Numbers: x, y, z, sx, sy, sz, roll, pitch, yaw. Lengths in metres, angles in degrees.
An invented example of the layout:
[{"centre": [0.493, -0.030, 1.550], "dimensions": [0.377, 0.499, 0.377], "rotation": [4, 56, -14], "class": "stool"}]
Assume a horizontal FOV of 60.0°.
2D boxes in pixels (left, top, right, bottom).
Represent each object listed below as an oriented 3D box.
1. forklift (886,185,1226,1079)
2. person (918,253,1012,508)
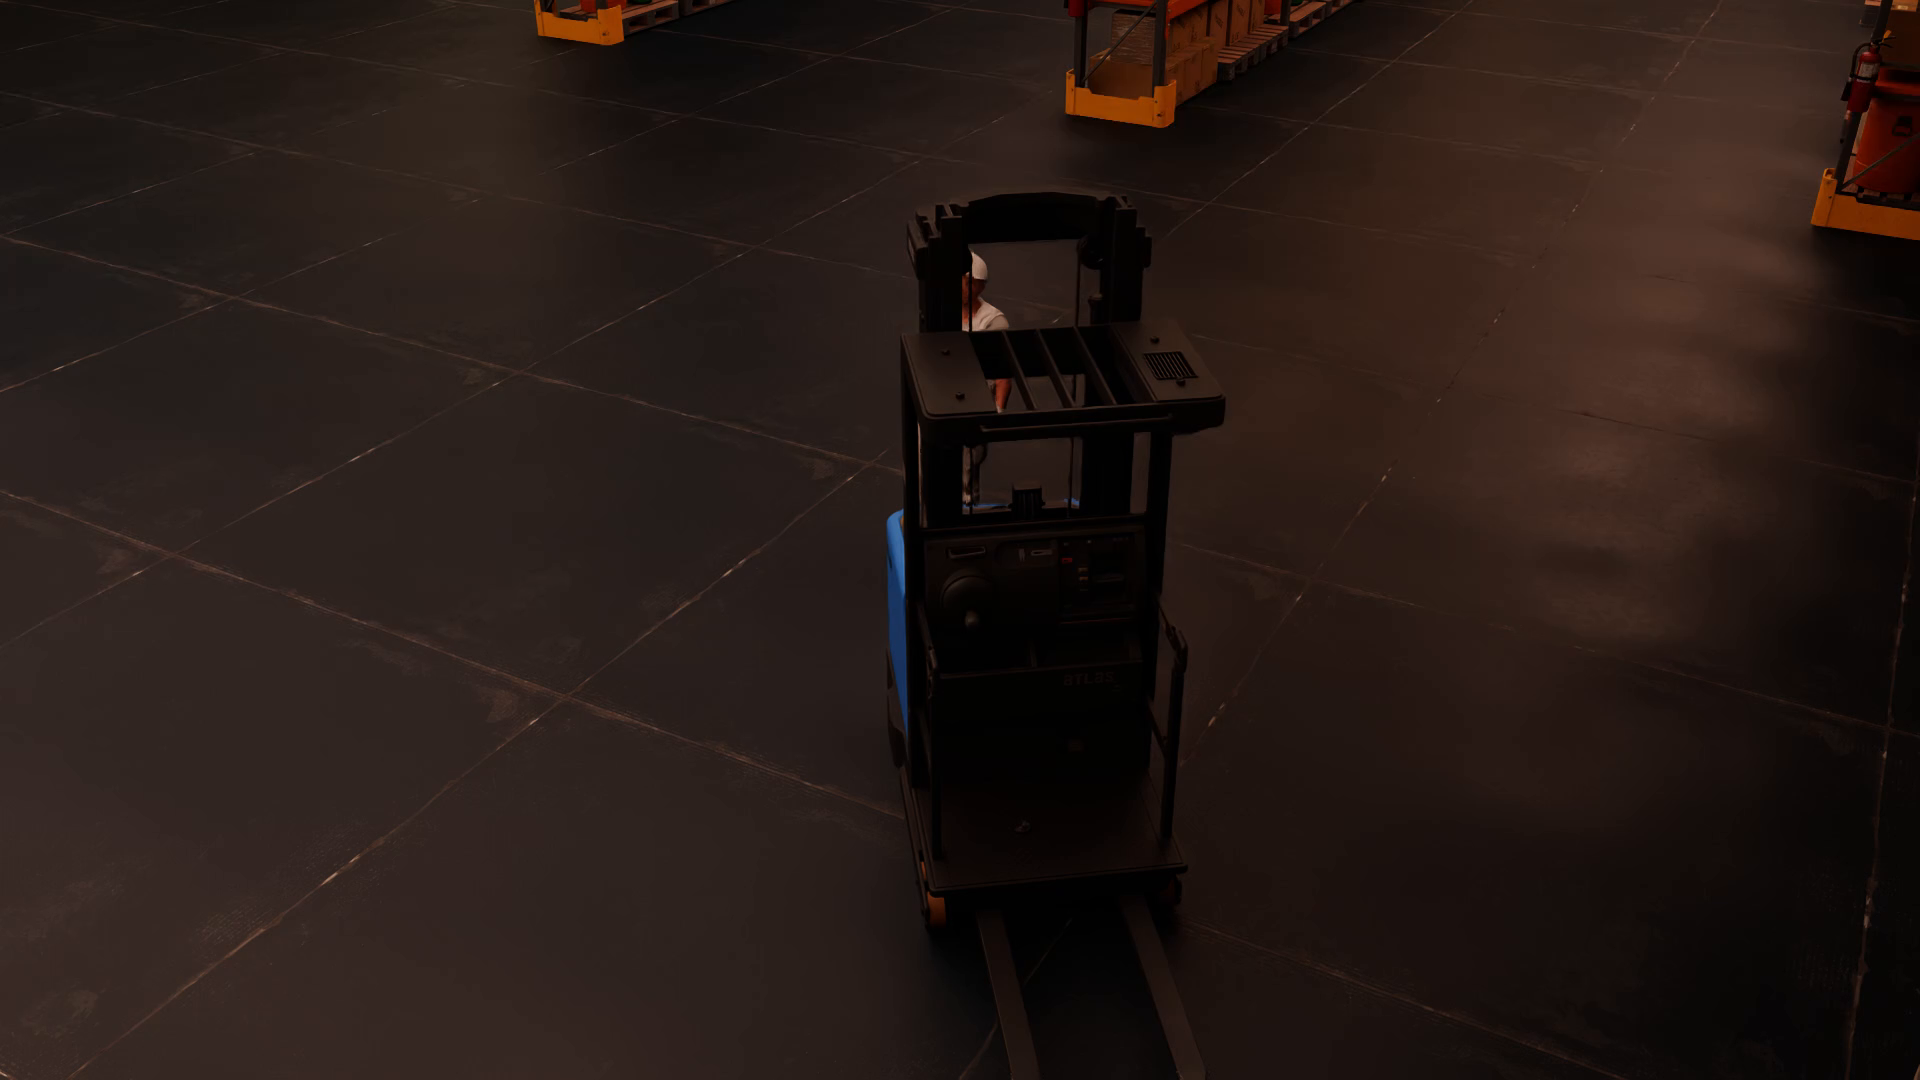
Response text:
[{"centre": [0.350, 0.203, 6.719], "dimensions": [1.130, 2.935, 3.031], "rotation": [-4, 30, -7], "class": "forklift"}, {"centre": [-0.050, -0.749, 9.496], "dimensions": [0.637, 1.790, 0.562], "rotation": [15, 33, 25], "class": "person"}]
